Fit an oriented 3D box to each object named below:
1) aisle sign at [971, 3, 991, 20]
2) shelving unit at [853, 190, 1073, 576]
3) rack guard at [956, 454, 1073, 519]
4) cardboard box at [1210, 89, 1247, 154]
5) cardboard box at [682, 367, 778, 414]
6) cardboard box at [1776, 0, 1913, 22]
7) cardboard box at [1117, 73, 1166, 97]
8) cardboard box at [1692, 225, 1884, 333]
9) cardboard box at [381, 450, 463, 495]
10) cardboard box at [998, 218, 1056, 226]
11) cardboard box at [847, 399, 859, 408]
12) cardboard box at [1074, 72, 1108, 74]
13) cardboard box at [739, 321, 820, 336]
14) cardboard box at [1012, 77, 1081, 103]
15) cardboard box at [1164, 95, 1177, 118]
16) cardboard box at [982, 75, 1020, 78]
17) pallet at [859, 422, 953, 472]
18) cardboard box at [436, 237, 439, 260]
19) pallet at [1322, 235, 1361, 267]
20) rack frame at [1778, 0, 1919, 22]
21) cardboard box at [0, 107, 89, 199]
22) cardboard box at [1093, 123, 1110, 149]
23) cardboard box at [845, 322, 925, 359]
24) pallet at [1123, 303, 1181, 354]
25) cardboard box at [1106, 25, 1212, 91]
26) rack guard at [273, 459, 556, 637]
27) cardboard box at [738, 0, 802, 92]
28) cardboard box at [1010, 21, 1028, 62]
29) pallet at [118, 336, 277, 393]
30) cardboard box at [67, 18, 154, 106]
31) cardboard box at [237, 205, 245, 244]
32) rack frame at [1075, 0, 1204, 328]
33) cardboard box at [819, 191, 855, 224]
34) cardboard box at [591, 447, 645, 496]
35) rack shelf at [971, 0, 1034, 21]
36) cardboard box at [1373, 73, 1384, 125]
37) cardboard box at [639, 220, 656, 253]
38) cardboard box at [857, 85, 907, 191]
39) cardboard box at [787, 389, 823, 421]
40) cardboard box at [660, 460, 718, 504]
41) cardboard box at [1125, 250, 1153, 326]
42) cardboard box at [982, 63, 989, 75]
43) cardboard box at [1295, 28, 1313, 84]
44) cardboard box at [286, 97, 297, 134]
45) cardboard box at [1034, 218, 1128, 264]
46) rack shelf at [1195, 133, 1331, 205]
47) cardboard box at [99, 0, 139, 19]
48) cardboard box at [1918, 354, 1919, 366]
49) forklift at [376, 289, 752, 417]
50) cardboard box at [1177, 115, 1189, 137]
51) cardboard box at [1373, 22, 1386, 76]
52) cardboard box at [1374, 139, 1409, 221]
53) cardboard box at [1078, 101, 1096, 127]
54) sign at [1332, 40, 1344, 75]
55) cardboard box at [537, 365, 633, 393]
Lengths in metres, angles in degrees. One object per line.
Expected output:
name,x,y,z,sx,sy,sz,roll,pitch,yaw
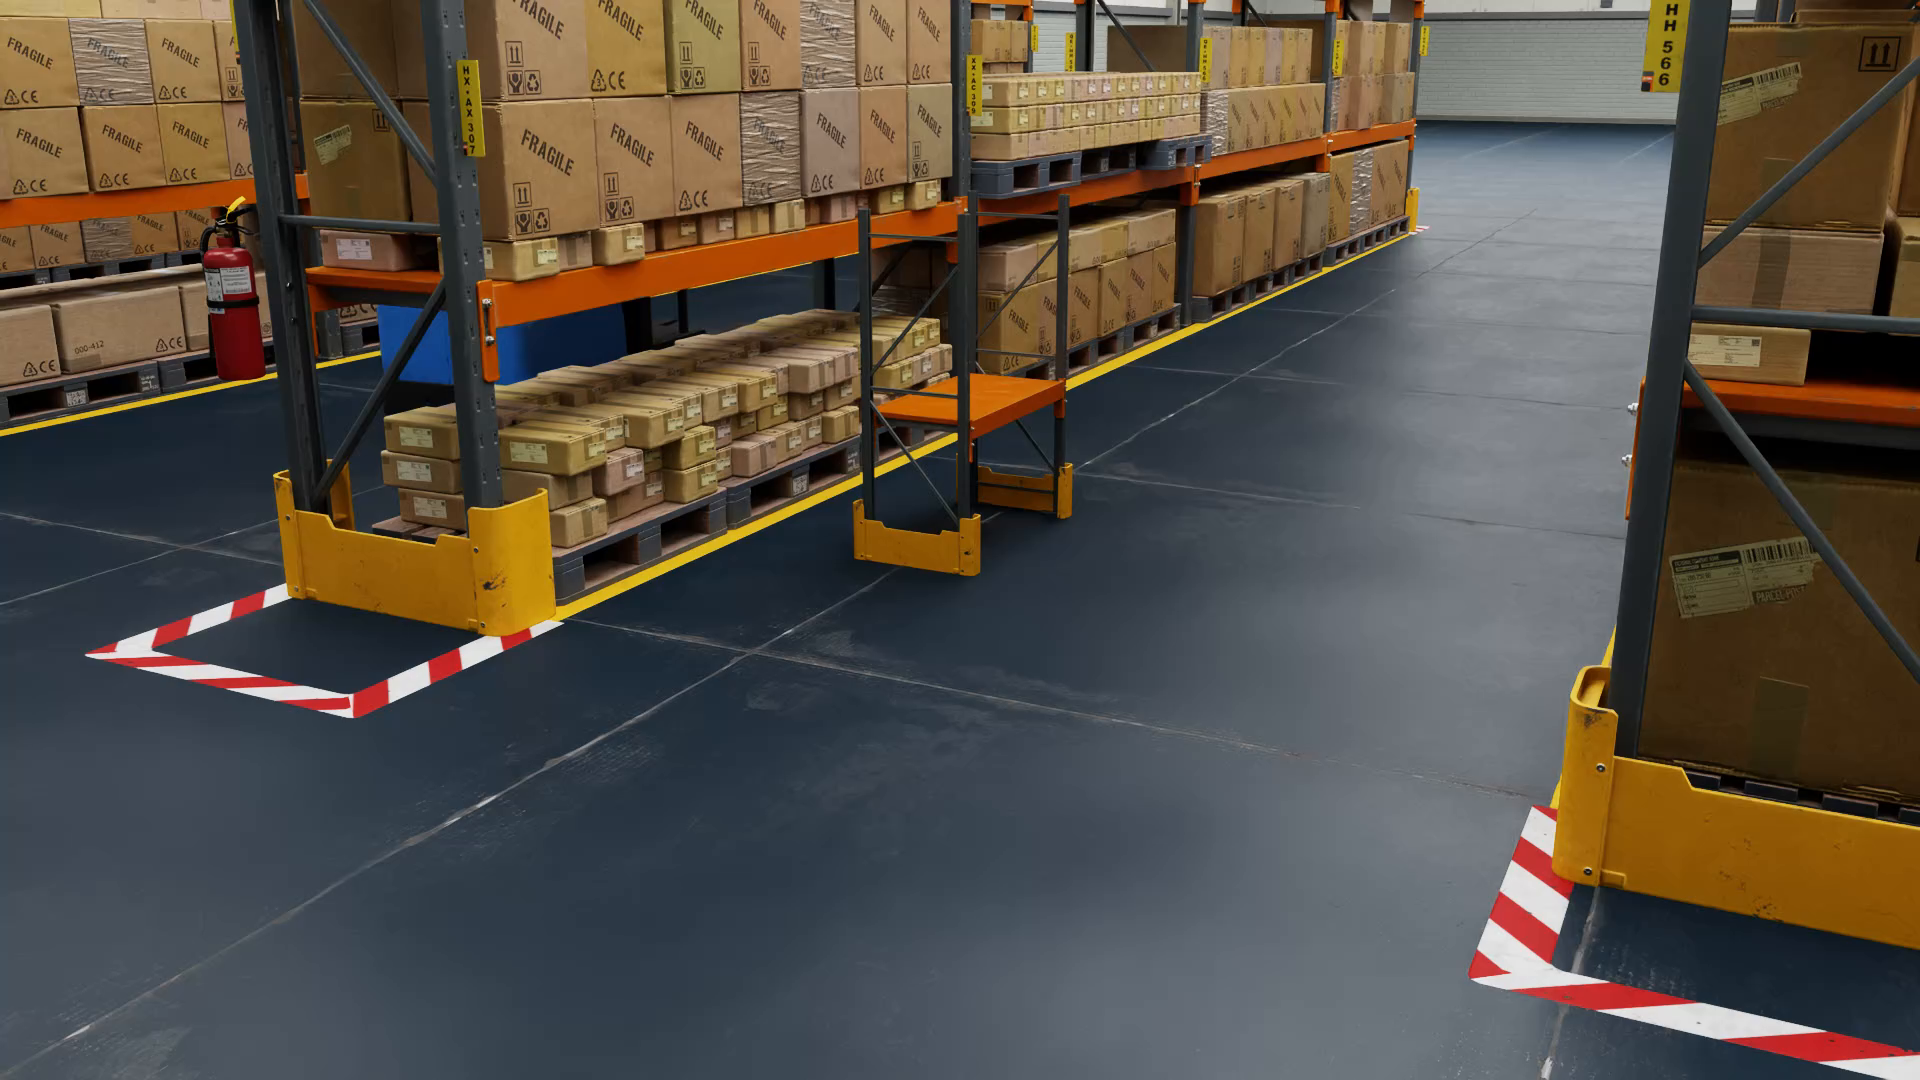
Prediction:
aisle sign,0.227,-7.144,21.744,0.394,0.787,0.004,8,18,25
shelving unit,0.034,-0.738,7.376,0.587,1.500,1.083,8,18,25
rack guard,0.257,-0.266,7.981,0.587,0.250,0.087,8,18,25
cardboard box,2.042,-3.459,13.726,0.500,0.500,0.500,8,18,25
cardboard box,-1.091,-0.711,7.875,0.380,0.149,0.250,8,19,26
cardboard box,7.075,-3.868,13.486,1.000,1.000,1.000,8,18,26
cardboard box,1.219,-3.185,11.639,0.380,0.149,0.250,9,19,27
cardboard box,2.172,-0.735,4.470,0.500,0.250,0.500,8,18,24
cardboard box,-2.219,-0.311,7.052,0.380,0.149,0.250,8,18,24
cardboard box,0.391,-2.165,11.882,0.500,0.250,0.500,8,18,26
cardboard box,-0.760,-0.691,8.852,0.380,0.149,0.250,8,18,24
cardboard box,0.878,-3.405,12.380,0.380,0.149,0.250,8,18,24
cardboard box,-0.996,-1.107,9.209,0.380,0.149,0.250,8,18,25
cardboard box,0.525,-2.790,10.309,0.380,0.149,0.250,8,18,25
cardboard box,1.329,-3.105,11.892,0.380,0.149,0.250,9,19,27
cardboard box,0.176,-3.007,11.040,0.380,0.149,0.250,7,18,23
pallet,-0.680,-0.670,9.409,1.003,0.211,1.213,8,18,25
cardboard box,-2.162,-1.221,6.807,0.380,0.149,0.250,8,18,25
pallet,3.572,-3.067,17.480,1.003,0.211,1.213,8,18,25
rack frame,5.767,-2.544,10.823,1.000,3.000,0.127,8,18,25
cardboard box,-5.548,-2.290,9.792,0.500,0.500,0.500,9,19,27
cardboard box,0.754,-2.638,10.842,0.380,0.149,0.250,8,18,24
cardboard box,-0.417,-1.108,9.212,0.380,0.149,0.250,8,18,26
pallet,1.025,-1.666,12.761,1.003,0.211,1.213,8,18,25
cardboard box,1.585,-3.841,13.258,0.700,0.500,0.500,8,18,25
rack guard,-2.165,0.015,6.594,1.175,0.500,0.348,8,18,25
cardboard box,-1.065,-2.303,7.556,0.500,0.500,0.500,7,18,24
cardboard box,0.444,-6.355,21.198,0.700,0.500,0.500,8,18,24
pallet,-5.295,-1.266,11.416,1.003,0.211,1.213,8,18,25
cardboard box,-5.302,-2.899,10.085,0.500,0.500,0.500,8,18,26
cardboard box,-7.537,-3.304,17.032,0.500,0.500,0.500,9,19,27
rack frame,1.375,-3.201,13.034,1.000,3.000,0.127,8,18,25
cardboard box,-0.753,-1.684,8.367,0.380,0.149,0.250,7,18,23
cardboard box,-1.563,-0.304,7.027,0.380,0.149,0.250,8,18,25
rack shelf,-0.417,-6.427,19.888,1.077,0.370,4.000,8,18,25
cardboard box,4.236,-4.941,18.628,0.875,0.550,0.550,8,18,25
cardboard box,-1.523,-1.299,7.071,0.380,0.149,0.250,9,19,28
cardboard box,-0.608,-2.082,8.566,0.500,0.500,0.500,8,18,24
cardboard box,-0.916,-0.713,8.405,0.380,0.149,0.250,7,18,23
cardboard box,-1.318,-0.283,7.479,0.380,0.149,0.250,8,18,26
cardboard box,1.080,-1.872,12.210,0.500,0.500,0.500,9,19,28
cardboard box,0.026,-5.606,20.433,0.500,0.500,0.500,8,18,25
cardboard box,2.946,-4.620,15.879,0.700,0.500,0.500,8,18,24
cardboard box,-4.437,-3.030,11.844,0.500,0.250,0.500,8,18,24
cardboard box,0.847,-2.099,11.657,0.500,0.250,0.500,9,19,27
rack shelf,2.269,-3.366,14.851,1.077,0.370,4.000,8,18,25
cardboard box,-5.250,-3.255,10.144,0.380,0.149,0.250,8,18,25
cardboard box,2.760,-0.500,4.381,0.380,0.149,0.250,8,18,25
forklift,-2.345,-2.383,10.400,1.130,2.935,3.031,6,18,20
cardboard box,1.454,-3.035,12.178,0.380,0.149,0.250,8,18,25
cardboard box,4.094,-5.310,17.974,0.875,0.550,0.500,8,18,25
cardboard box,4.706,-4.241,19.527,0.875,0.875,0.875,8,18,26
cardboard box,0.639,-2.715,10.578,0.380,0.149,0.250,9,19,28
sign,3.652,-4.671,16.087,0.100,0.325,0.005,8,18,25
cardboard box,-1.781,-0.723,7.914,0.380,0.149,0.250,9,19,27
